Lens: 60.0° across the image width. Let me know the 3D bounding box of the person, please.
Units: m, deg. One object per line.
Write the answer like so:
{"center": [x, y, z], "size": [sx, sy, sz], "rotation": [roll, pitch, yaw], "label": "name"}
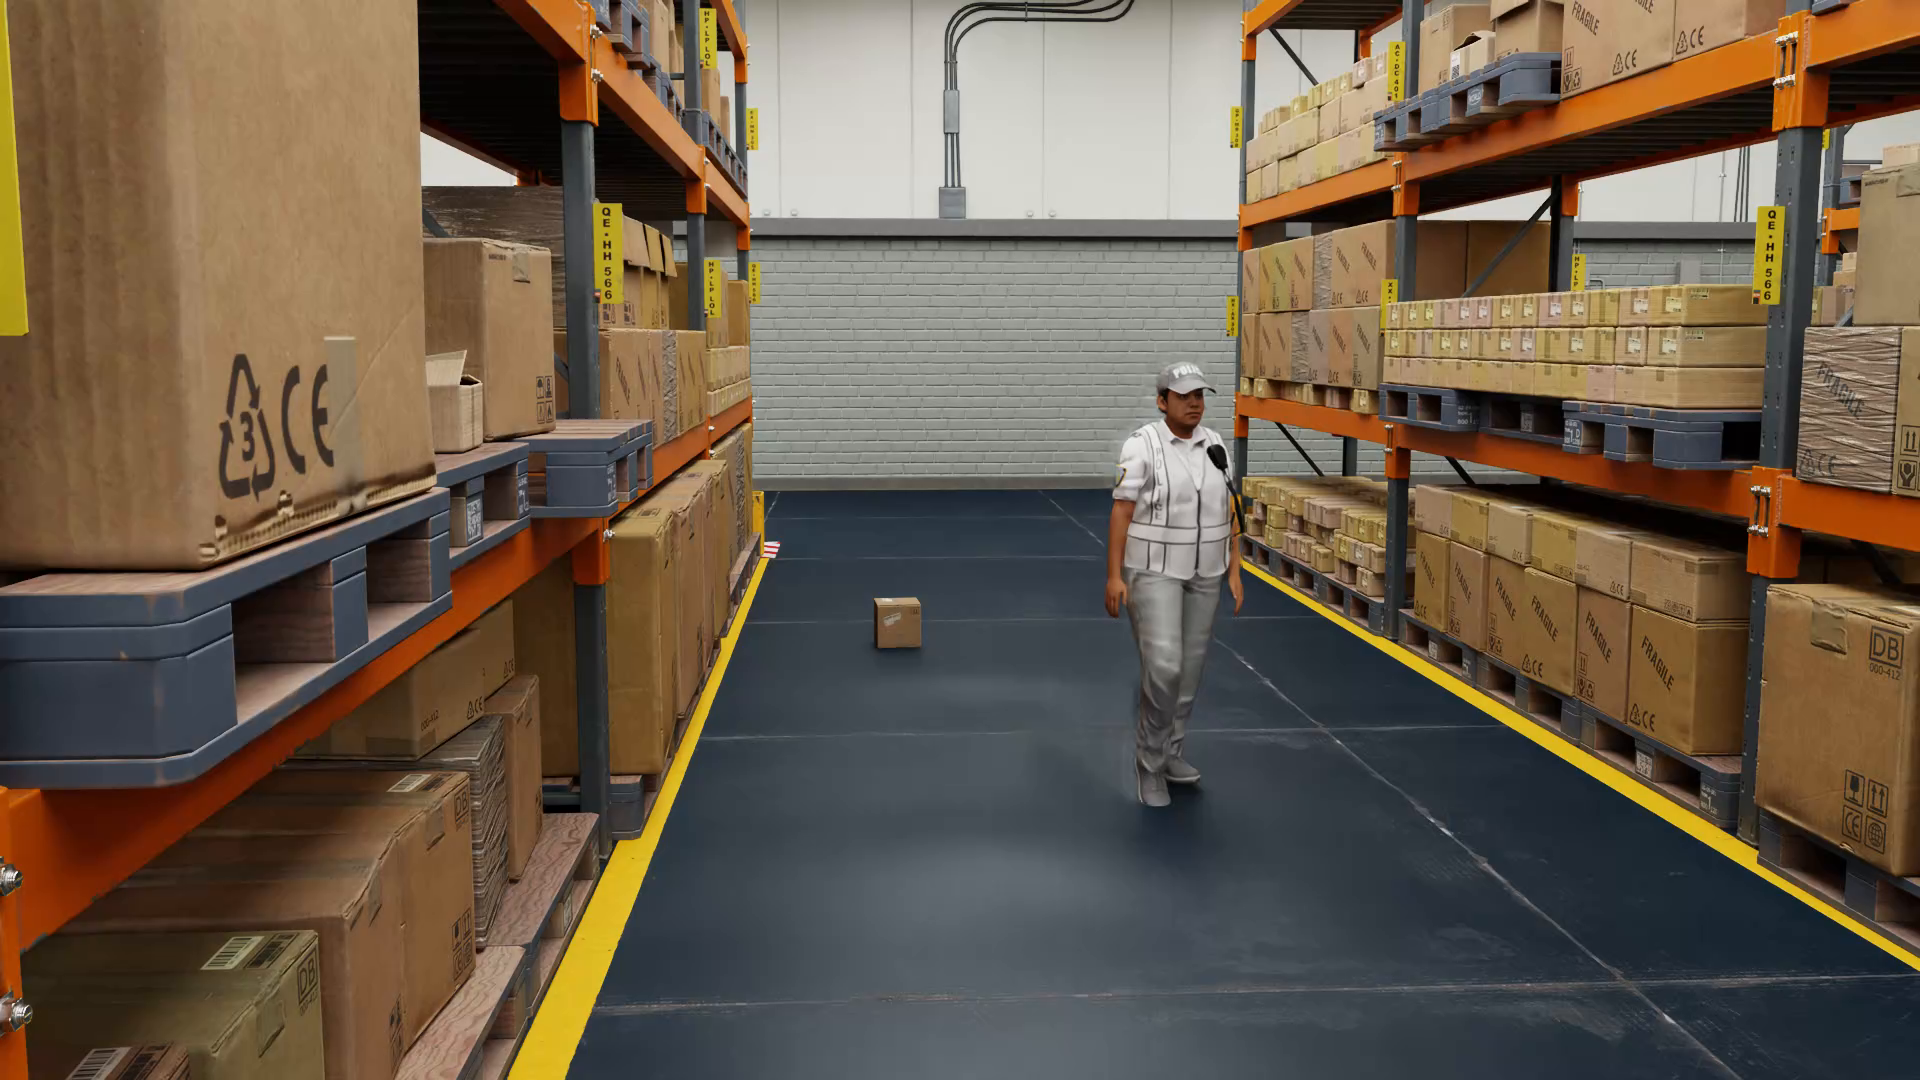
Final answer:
{"center": [0.822, 0.184, 6.421], "size": [0.529, 1.736, 0.494], "rotation": [-3, 8, -23], "label": "person"}
